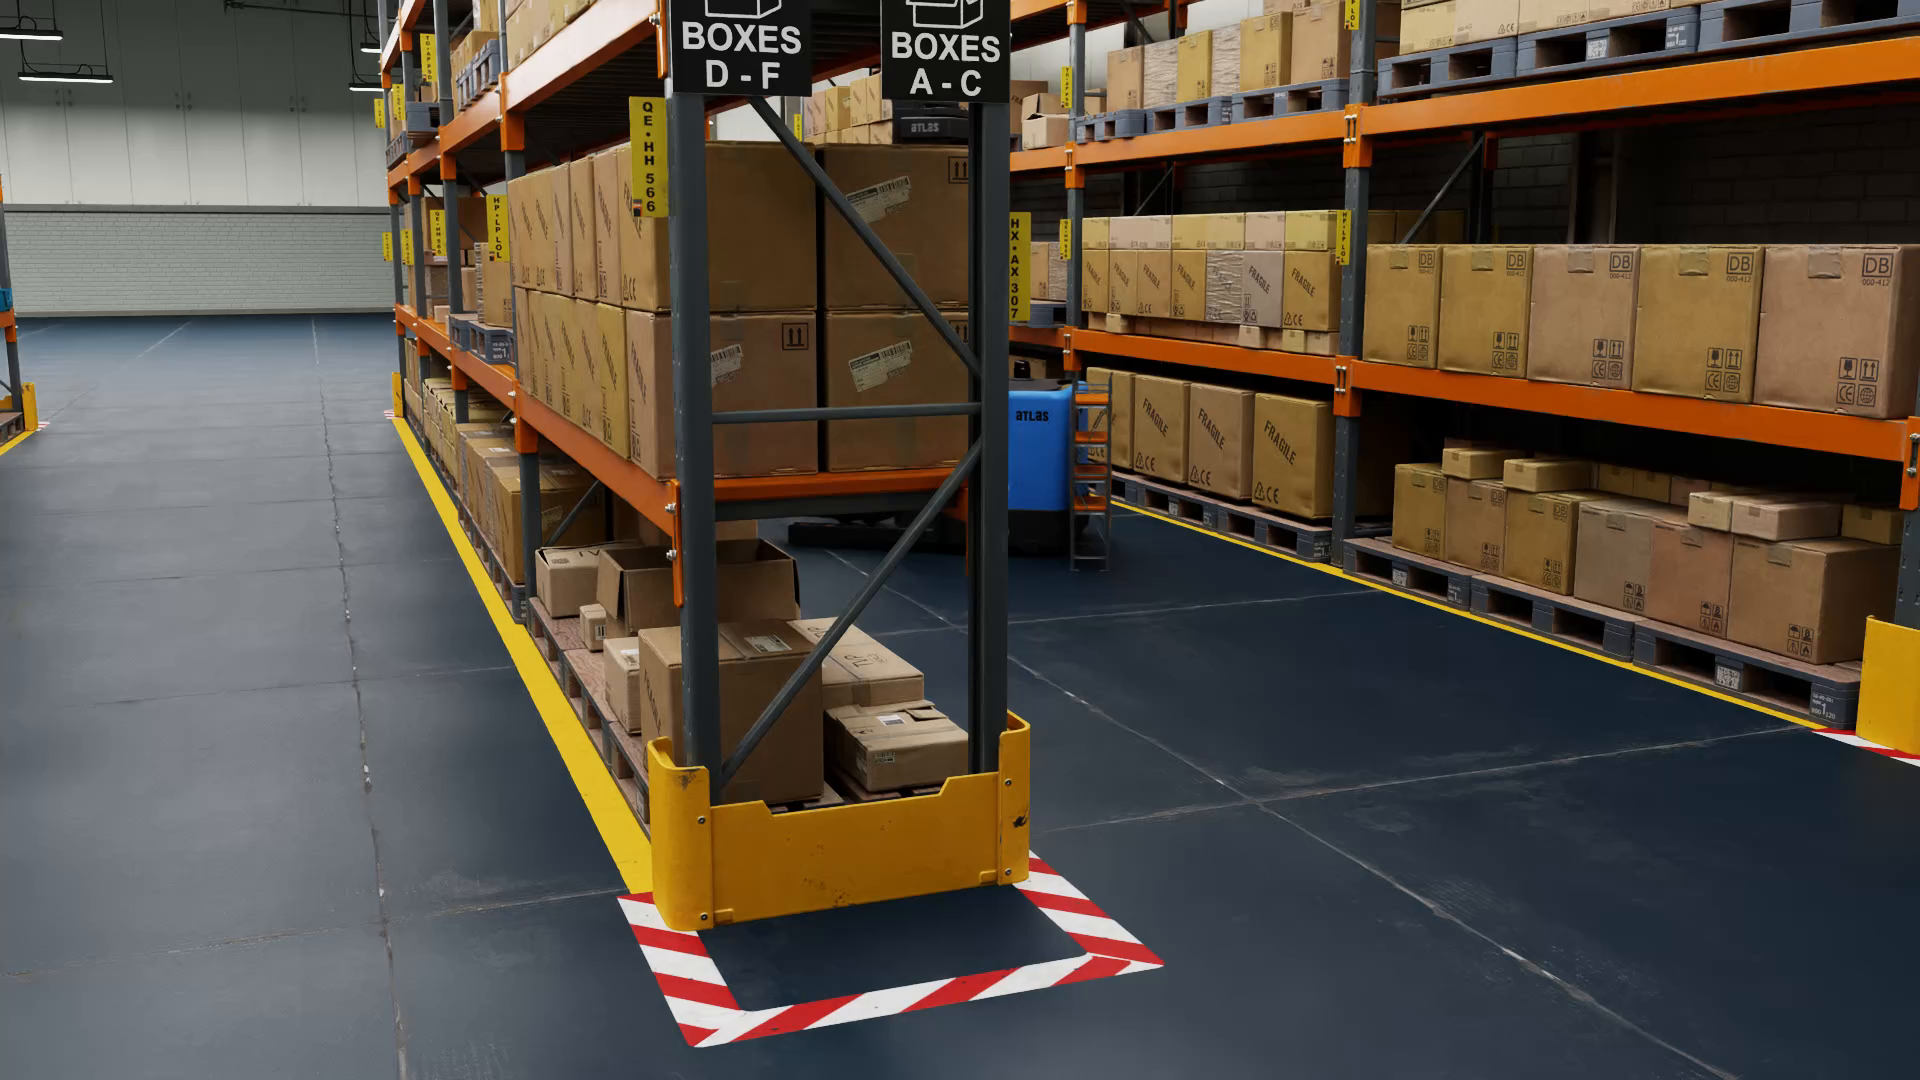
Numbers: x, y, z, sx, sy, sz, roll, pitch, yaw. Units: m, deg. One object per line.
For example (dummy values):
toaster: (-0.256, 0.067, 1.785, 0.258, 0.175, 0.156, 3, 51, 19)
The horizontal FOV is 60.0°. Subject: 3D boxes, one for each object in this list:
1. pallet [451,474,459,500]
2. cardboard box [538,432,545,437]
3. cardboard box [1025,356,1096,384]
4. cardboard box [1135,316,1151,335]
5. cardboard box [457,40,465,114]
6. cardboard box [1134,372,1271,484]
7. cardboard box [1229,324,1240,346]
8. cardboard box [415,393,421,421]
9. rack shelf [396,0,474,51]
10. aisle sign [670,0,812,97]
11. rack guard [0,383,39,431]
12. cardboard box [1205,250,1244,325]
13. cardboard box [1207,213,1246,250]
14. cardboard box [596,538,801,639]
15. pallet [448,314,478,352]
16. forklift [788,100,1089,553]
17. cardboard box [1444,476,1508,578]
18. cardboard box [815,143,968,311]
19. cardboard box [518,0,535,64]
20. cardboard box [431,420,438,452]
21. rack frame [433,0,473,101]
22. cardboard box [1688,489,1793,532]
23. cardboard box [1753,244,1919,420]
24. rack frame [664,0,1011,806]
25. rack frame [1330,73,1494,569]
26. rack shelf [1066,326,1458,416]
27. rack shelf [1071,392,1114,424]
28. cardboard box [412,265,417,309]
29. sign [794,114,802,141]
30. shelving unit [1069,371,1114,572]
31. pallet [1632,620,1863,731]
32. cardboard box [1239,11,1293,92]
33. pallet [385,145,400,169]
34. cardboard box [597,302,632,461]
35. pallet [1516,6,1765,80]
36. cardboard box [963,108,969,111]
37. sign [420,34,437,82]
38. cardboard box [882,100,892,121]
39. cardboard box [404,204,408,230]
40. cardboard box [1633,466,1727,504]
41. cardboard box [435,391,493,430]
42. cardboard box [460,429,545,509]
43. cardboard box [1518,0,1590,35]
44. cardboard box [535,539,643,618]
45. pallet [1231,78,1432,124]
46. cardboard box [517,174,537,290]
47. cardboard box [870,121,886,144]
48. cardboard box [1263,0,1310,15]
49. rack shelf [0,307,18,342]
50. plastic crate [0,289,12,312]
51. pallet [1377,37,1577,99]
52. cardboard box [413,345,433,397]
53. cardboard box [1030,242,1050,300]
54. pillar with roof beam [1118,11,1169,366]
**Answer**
pallet: (-3.499, -0.438, 13.282, 1.003, 0.211, 1.213, -4, 11, -21)
cardboard box: (-2.680, -0.523, 11.675, 0.500, 0.500, 0.500, -3, 11, -19)
cardboard box: (0.921, -1.556, 15.342, 0.500, 0.250, 0.500, -4, 11, -20)
cardboard box: (1.588, -1.684, 12.980, 0.380, 0.149, 0.250, -4, 11, -21)
cardboard box: (-2.863, -3.048, 11.141, 0.910, 0.500, 0.500, -4, 11, -21)
cardboard box: (1.834, -0.866, 12.663, 0.750, 0.750, 0.750, -4, 11, -21)
cardboard box: (2.099, -1.428, 11.545, 0.380, 0.149, 0.250, -4, 11, -21)
cardboard box: (-5.426, -1.405, 17.407, 0.500, 0.250, 0.500, -4, 11, -21)
rack shelf: (-3.962, -4.403, 13.677, 1.077, 0.370, 4.000, -4, 11, -21)
aisle sign: (-0.599, -1.618, 4.528, 0.394, 0.787, 0.004, -4, 11, -21)
rack guard: (-10.683, -1.426, 18.012, 1.175, 0.500, 0.348, -4, 11, -21)
cardboard box: (2.057, -1.767, 11.595, 0.500, 0.500, 0.500, -4, 11, -21)
cardboard box: (2.059, -2.139, 11.545, 0.500, 0.250, 0.500, -4, 11, -20)
cardboard box: (-1.102, 0.297, 7.056, 0.797, 0.503, 0.637, -4, 11, -21)
pallet: (-2.926, -1.474, 11.689, 1.213, 0.211, 1.003, -4, 11, -21)
forklift: (-0.674, -1.469, 11.310, 3.031, 2.935, 1.130, 2, 10, 13)
cardboard box: (3.182, -0.102, 9.366, 0.700, 0.500, 0.500, -4, 11, -21)
cardboard box: (-0.254, -0.999, 5.333, 0.500, 0.500, 0.500, -4, 11, -19)
cardboard box: (-1.665, -2.248, 7.354, 0.500, 0.250, 0.500, -4, 11, -21)
cardboard box: (-4.397, -0.931, 14.741, 0.500, 0.250, 0.500, -4, 11, -23)
rack frame: (-3.237, -4.628, 11.743, 1.000, 3.000, 0.127, -4, 11, -21)
cardboard box: (3.621, -0.138, 7.718, 0.380, 0.149, 0.250, -4, 11, -19)
cardboard box: (4.083, -0.914, 7.137, 0.980, 0.700, 0.700, -3, 11, -18)
rack frame: (-0.338, -0.369, 4.928, 1.000, 3.000, 0.127, -4, 11, -21)
rack frame: (2.828, -1.337, 10.369, 1.000, 3.000, 0.127, -4, 11, -21)
rack shelf: (2.103, -1.309, 12.267, 1.077, 0.370, 4.000, -4, 11, -21)
rack shelf: (0.831, -0.828, 10.406, 0.258, 0.148, 0.480, 1, 10, 6)
cardboard box: (-5.610, -2.786, 18.230, 0.700, 0.500, 0.500, -4, 11, -21)
sign: (-2.027, -5.168, 20.848, 0.100, 0.325, 0.005, -4, 11, -21)
shelving unit: (0.831, -0.441, 10.474, 0.258, 1.200, 0.503, 1, 10, 6)
pallet: (3.914, 0.564, 7.649, 1.003, 0.211, 1.213, -4, 11, -21)
cardboard box: (2.349, -3.317, 11.393, 0.700, 0.500, 0.500, -4, 11, -22)
pallet: (-5.904, -4.297, 18.697, 1.003, 0.211, 1.213, -4, 11, -21)
cardboard box: (-0.946, -0.558, 5.708, 0.500, 0.500, 0.500, -4, 11, -20)
pallet: (3.553, -2.437, 8.242, 1.003, 0.211, 1.213, -4, 11, -21)
cardboard box: (0.275, -4.087, 16.323, 0.500, 0.311, 0.500, -4, 11, -19)
sign: (-3.758, -3.411, 11.763, 0.100, 0.325, 0.005, -4, 11, -21)
cardboard box: (-0.506, -4.735, 17.712, 0.500, 0.500, 0.500, -5, 11, -26)
cardboard box: (-5.960, -3.583, 19.006, 0.700, 0.500, 0.500, -4, 11, -21)
cardboard box: (3.701, -0.286, 8.550, 0.380, 0.149, 0.250, -4, 11, -20)
cardboard box: (-4.211, -1.122, 14.216, 0.500, 0.311, 0.500, -4, 11, -19)
cardboard box: (-3.144, -0.483, 11.451, 0.500, 0.500, 0.500, -4, 11, -23)
cardboard box: (3.196, -2.699, 8.405, 0.500, 0.250, 0.500, -4, 11, -22)
cardboard box: (-1.837, 0.168, 8.333, 0.500, 0.311, 0.500, -4, 11, -21)
pallet: (2.449, -2.866, 10.947, 0.805, 0.209, 1.217, -4, 11, -23)
cardboard box: (-1.692, -1.384, 7.496, 0.500, 0.500, 0.500, -4, 11, -23)
cardboard box: (-0.656, -4.328, 18.281, 0.500, 0.500, 0.500, -5, 11, -26)
cardboard box: (2.417, -3.690, 11.349, 0.500, 0.250, 0.500, -4, 11, -23)
rack shelf: (-10.030, -1.986, 16.074, 1.077, 0.370, 4.000, -4, 11, -21)
plastic crate: (-10.294, -2.531, 17.506, 0.499, 0.251, 0.616, -4, 11, -21)
pallet: (3.114, -2.635, 9.360, 1.003, 0.211, 1.213, -4, 11, -21)
cardboard box: (-5.414, -1.775, 17.346, 0.500, 0.500, 0.500, -4, 11, -21)
cardboard box: (0.971, -2.421, 14.923, 0.700, 0.500, 0.500, -5, 11, -26)
pillar with roof beam: (-2.299, -4.937, 13.480, 9.100, 9.000, 0.400, -4, 11, -21)
